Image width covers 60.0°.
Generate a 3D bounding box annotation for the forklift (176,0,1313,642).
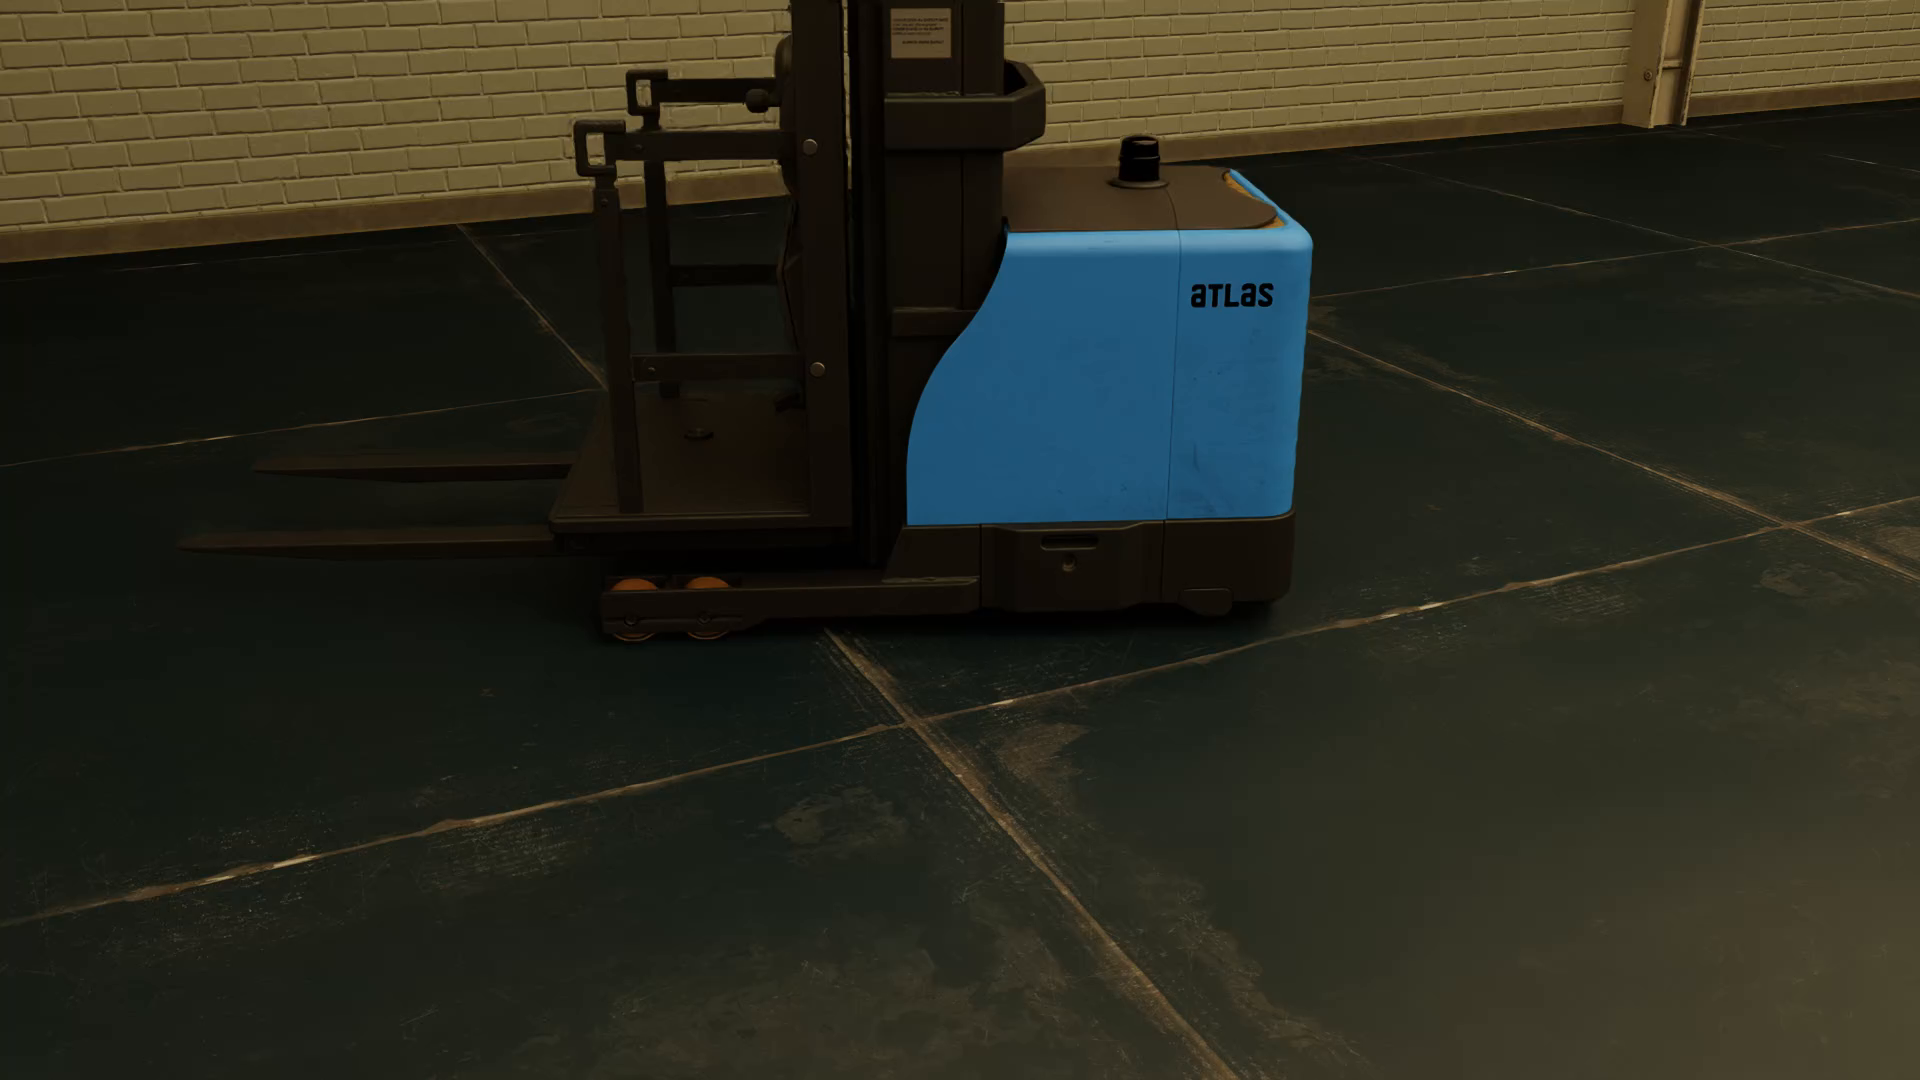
[{"bbox_3d":[-0.623,-1.290,4.391,3.031,2.935,1.130,-1,23,-3],"label":"forklift"}]
